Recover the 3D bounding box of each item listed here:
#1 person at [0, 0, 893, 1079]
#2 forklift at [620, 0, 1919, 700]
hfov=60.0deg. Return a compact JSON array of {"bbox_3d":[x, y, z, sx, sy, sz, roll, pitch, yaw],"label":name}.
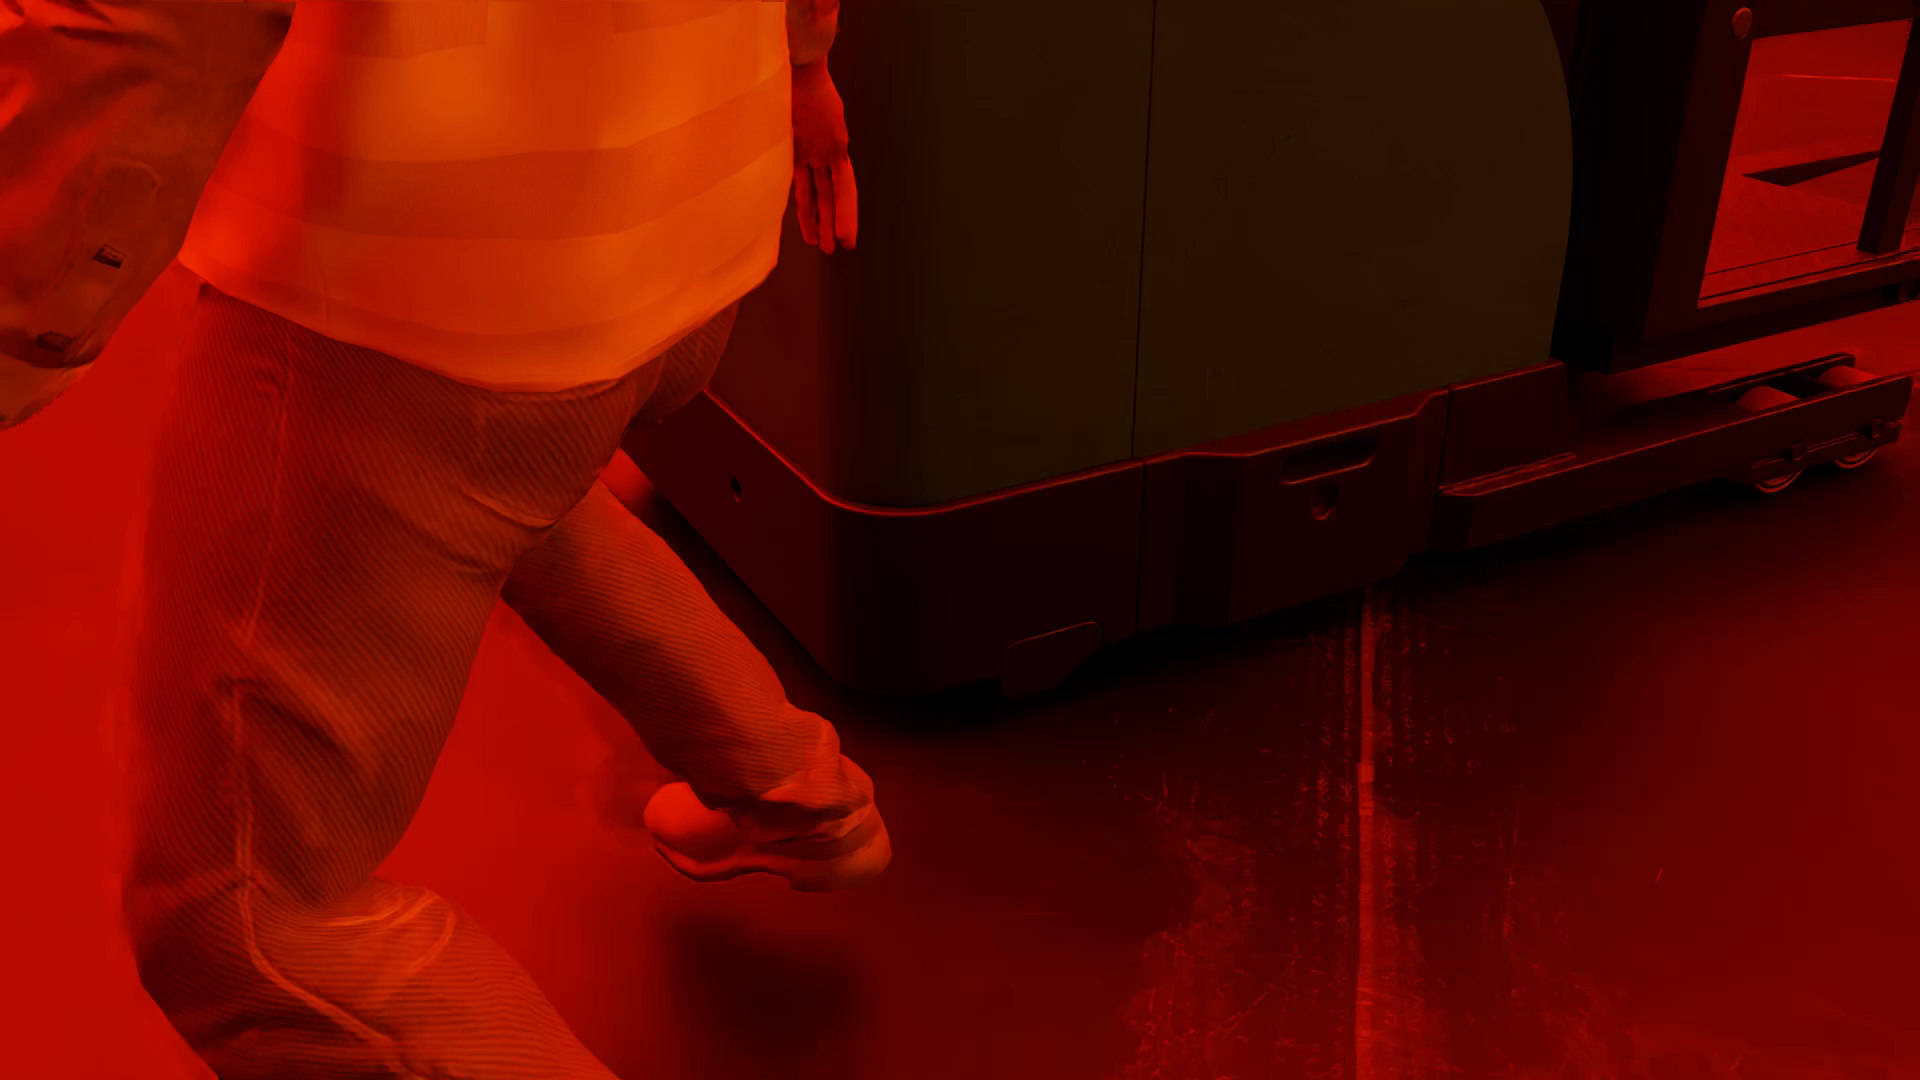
[{"bbox_3d":[-0.336,-0.234,1.130,0.550,1.674,0.904,10,28,19],"label":"person"},{"bbox_3d":[0.963,-1.577,2.371,3.031,2.935,1.130,-14,30,-25],"label":"forklift"}]
